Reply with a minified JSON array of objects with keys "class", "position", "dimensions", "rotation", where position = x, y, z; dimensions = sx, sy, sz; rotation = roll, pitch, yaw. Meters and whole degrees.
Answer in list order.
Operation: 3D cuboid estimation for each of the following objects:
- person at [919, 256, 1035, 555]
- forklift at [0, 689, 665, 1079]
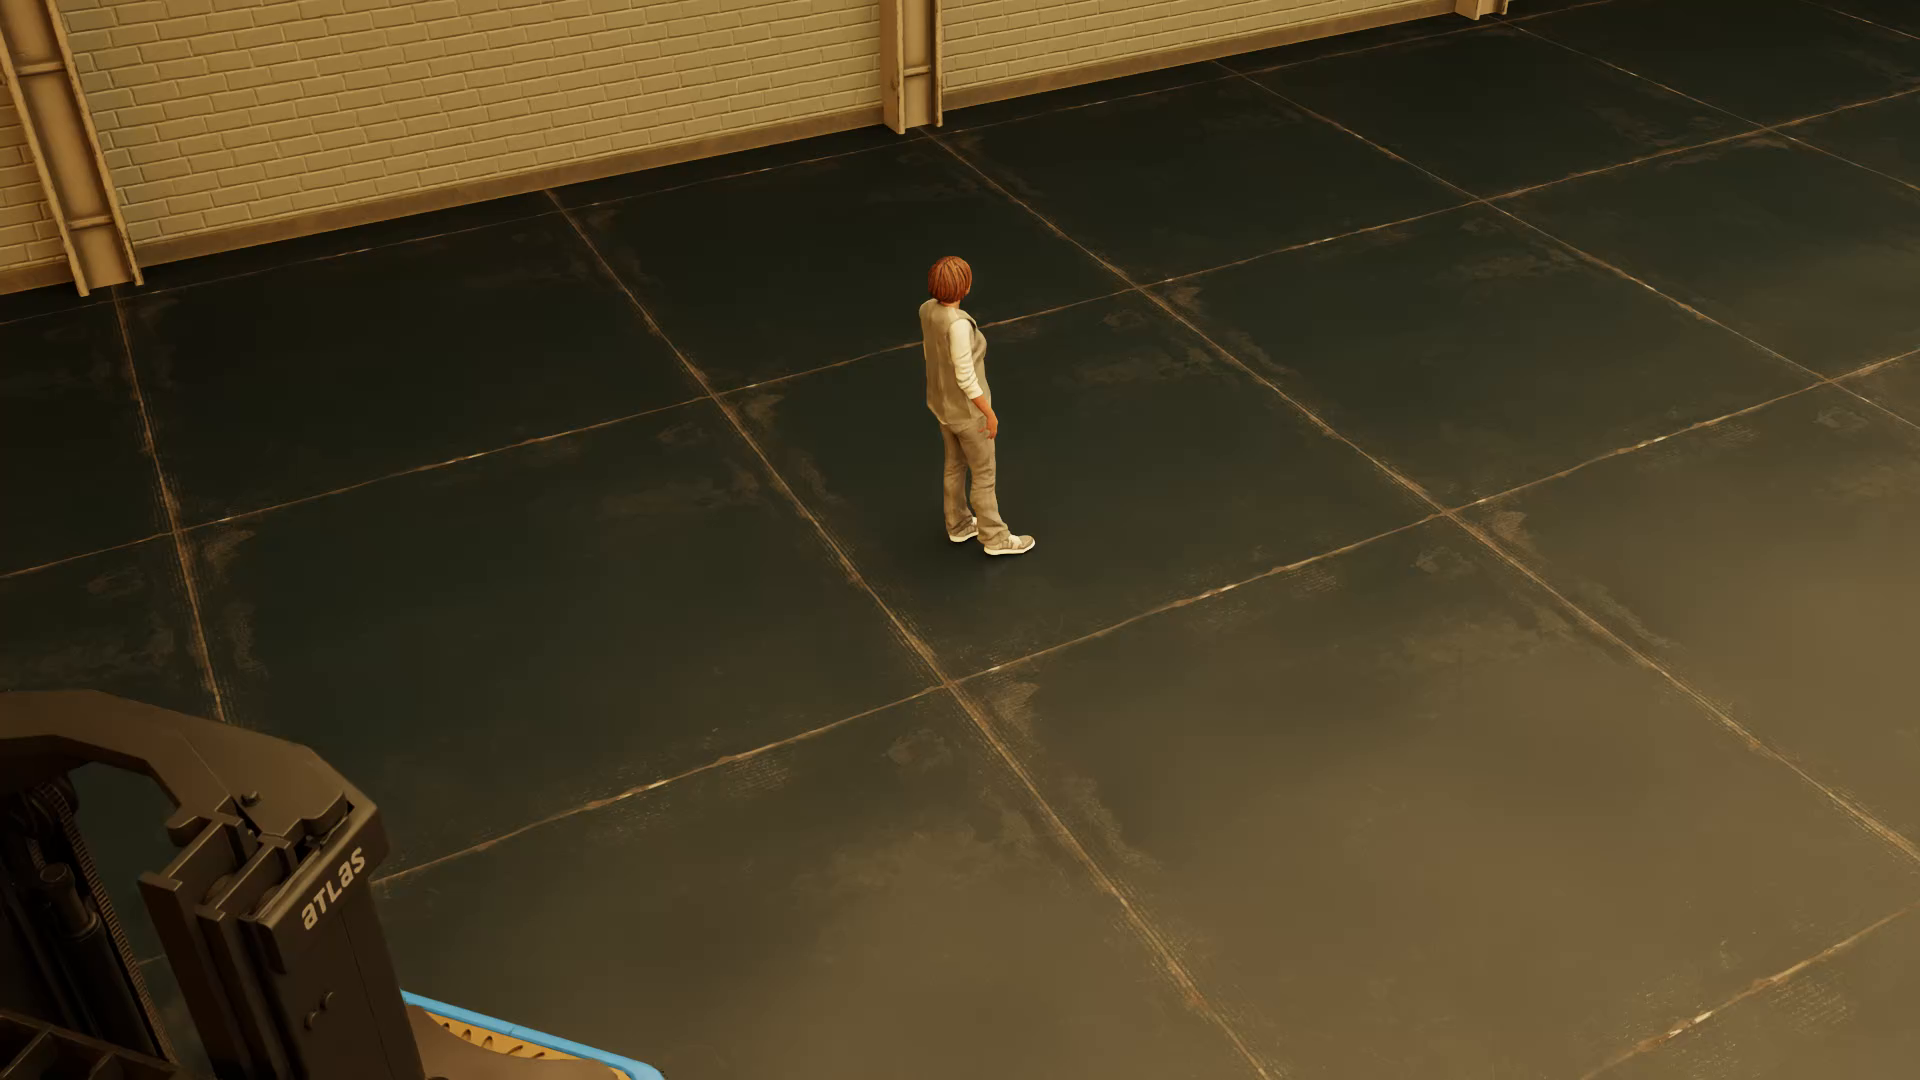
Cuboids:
[{"class":"person","position":[0.072,-0.671,8.215],"dimensions":[0.475,1.597,0.520],"rotation":[-17,39,-23]},{"class":"forklift","position":[-1.765,1.891,3.448],"dimensions":[1.130,2.935,3.031],"rotation":[11,37,15]}]
